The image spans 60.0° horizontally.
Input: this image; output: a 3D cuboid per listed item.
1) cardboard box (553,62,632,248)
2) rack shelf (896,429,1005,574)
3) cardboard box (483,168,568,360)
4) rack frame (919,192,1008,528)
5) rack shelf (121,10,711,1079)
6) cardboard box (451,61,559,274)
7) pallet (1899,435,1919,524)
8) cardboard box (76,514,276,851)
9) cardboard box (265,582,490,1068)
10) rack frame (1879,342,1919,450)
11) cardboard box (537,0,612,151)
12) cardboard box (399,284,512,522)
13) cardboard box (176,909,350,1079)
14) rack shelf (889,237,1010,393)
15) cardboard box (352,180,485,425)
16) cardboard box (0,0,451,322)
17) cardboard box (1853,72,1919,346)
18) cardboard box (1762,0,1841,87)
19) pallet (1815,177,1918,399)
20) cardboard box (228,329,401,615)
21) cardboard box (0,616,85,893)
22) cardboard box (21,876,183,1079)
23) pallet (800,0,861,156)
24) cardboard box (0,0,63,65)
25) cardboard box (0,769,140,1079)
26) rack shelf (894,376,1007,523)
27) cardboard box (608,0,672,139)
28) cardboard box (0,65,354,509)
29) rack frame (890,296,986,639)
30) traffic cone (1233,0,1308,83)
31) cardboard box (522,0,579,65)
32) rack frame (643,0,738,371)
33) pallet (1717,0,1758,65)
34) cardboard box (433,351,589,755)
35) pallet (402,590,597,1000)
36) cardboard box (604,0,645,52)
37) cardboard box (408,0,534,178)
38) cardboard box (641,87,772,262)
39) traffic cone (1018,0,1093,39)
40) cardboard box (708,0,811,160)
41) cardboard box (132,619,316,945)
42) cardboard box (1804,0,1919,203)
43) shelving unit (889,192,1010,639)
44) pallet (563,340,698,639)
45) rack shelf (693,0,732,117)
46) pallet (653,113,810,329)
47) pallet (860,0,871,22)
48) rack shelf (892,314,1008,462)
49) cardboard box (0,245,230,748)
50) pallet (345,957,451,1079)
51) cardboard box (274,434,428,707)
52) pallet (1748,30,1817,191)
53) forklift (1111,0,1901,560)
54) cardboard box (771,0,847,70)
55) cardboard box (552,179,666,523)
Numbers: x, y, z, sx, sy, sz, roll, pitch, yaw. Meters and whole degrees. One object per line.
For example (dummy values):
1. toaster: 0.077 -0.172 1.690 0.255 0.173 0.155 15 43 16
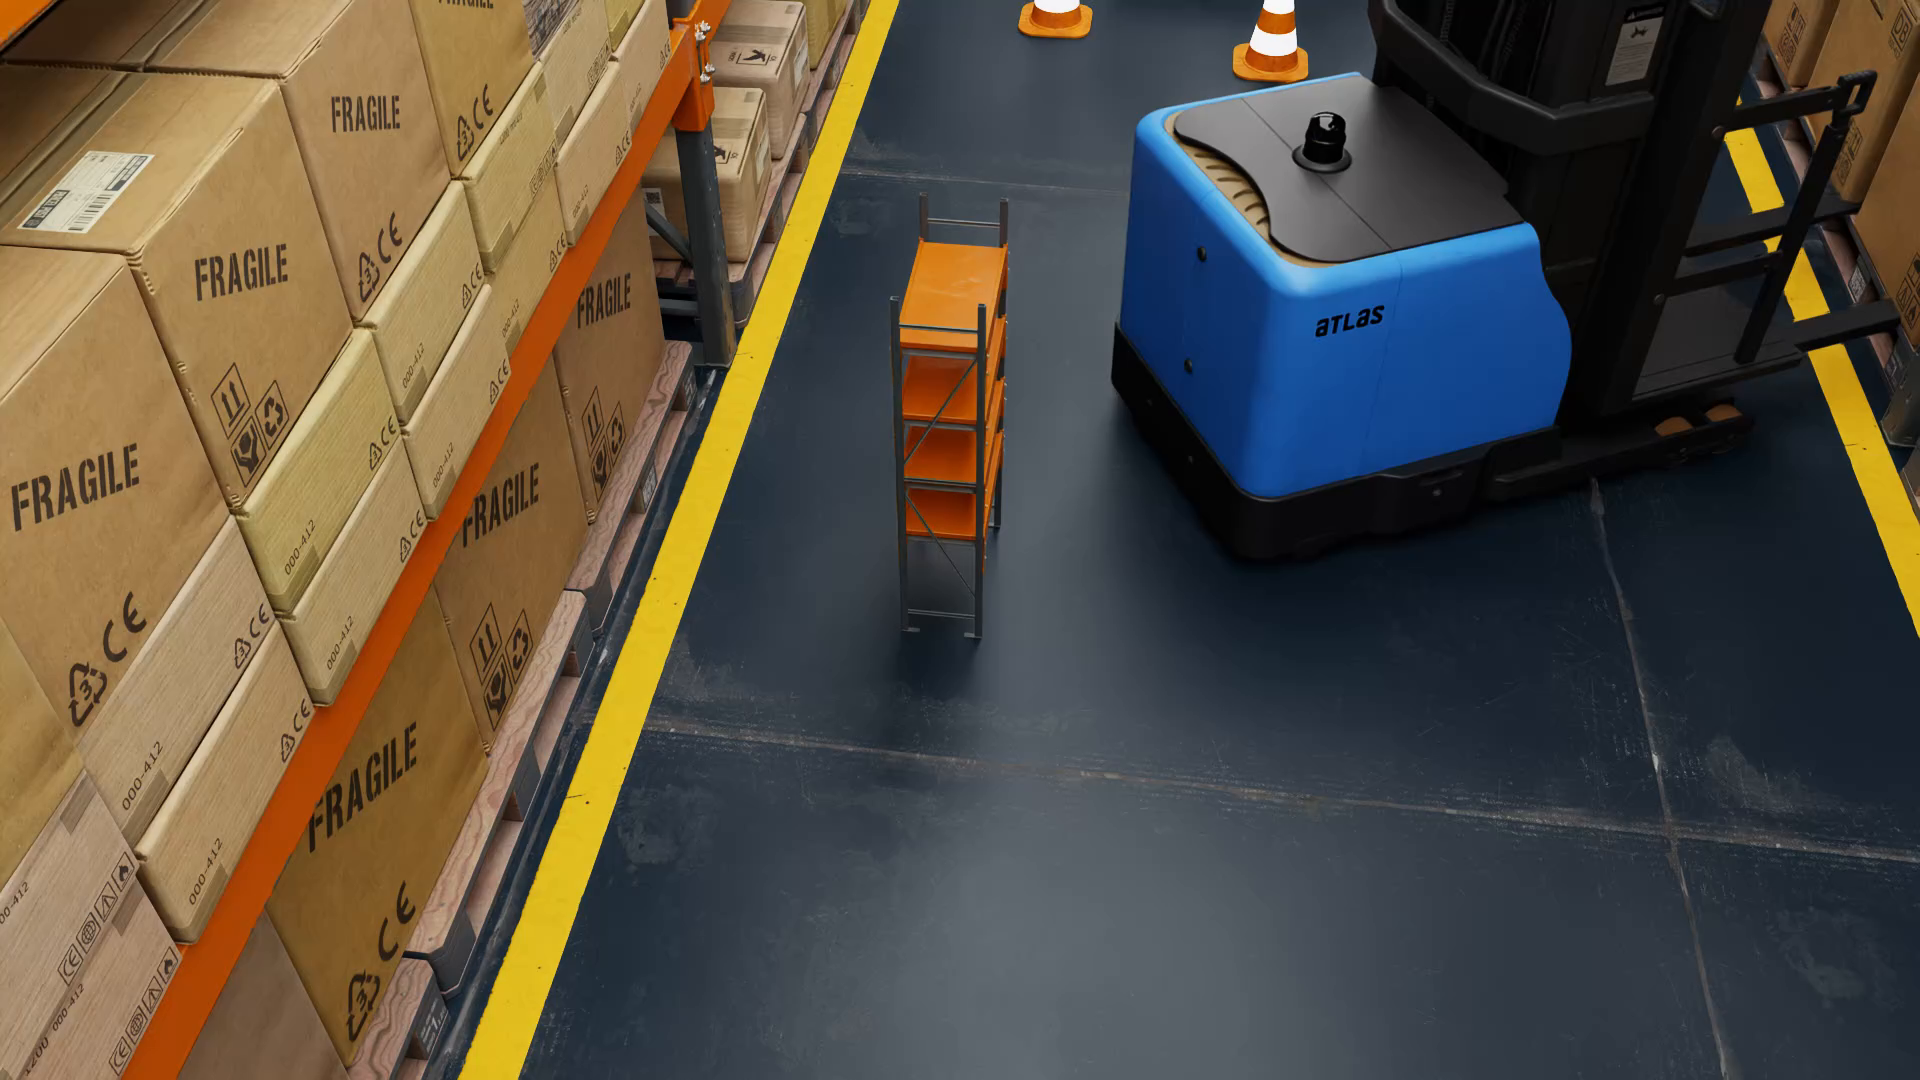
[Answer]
1. cardboard box: -1.164 -1.005 4.239 0.500 0.250 0.500 6 44 6
2. rack shelf: -0.022 -0.130 4.901 0.258 0.148 0.480 5 44 6
3. cardboard box: -1.246 -0.663 3.878 0.500 0.250 0.500 5 44 5
4. rack frame: 0.010 -0.489 4.894 0.240 1.200 0.015 5 44 6
5. rack shelf: -1.567 -0.153 3.753 1.077 0.370 4.000 5 44 6
6. cardboard box: -1.226 -0.851 3.712 0.500 0.250 0.500 4 44 4
7. pallet: 3.513 0.149 4.939 1.003 0.211 1.213 5 44 6
8. cardboard box: -1.452 0.190 2.614 0.500 0.250 0.500 6 44 6
9. cardboard box: -1.717 0.522 3.757 0.875 0.875 0.875 6 44 7
10. rack frame: 3.618 -1.396 4.543 1.000 3.000 0.127 5 44 6
11. cardboard box: -1.179 -1.201 4.083 0.500 0.250 0.500 4 44 4
12. cardboard box: -1.286 -0.313 3.508 0.500 0.250 0.500 5 44 5
13. cardboard box: -1.828 1.138 3.106 0.875 0.875 0.875 6 44 7
14. rack shelf: -0.022 -0.608 4.448 0.258 0.148 0.480 5 44 6
15. cardboard box: -1.294 -0.497 3.338 0.500 0.250 0.500 4 44 4
16. cardboard box: -1.317 -0.768 3.079 0.500 0.500 0.500 5 44 5
17. cardboard box: 3.787 -1.139 5.602 1.050 0.750 0.750 5 44 5
18. cardboard box: 4.022 -2.369 6.902 1.050 0.750 0.750 5 44 6
19. pallet: 3.797 -0.914 6.062 1.003 0.211 1.213 5 44 6
20. cardboard box: -1.359 -0.152 2.974 0.500 0.250 0.500 6 44 6
21. cardboard box: -1.488 0.276 1.977 0.500 0.500 0.500 6 44 6
22. cardboard box: -1.511 0.727 2.409 0.500 0.250 0.500 4 44 5
23. pallet: -1.034 -2.126 7.342 1.003 0.211 1.213 5 44 6
24. cardboard box: -1.820 -0.829 3.144 0.500 0.500 0.500 6 44 6
25. cardboard box: -1.493 0.548 2.236 0.500 0.250 0.500 4 44 4
26. rack shelf: -0.022 -0.274 4.765 0.258 0.148 0.480 5 44 6
27. cardboard box: -1.112 -1.355 4.608 0.500 0.250 0.500 4 44 4
28. cardboard box: -1.379 -0.415 2.707 0.500 0.500 0.500 4 44 4
29. rack frame: -0.054 -0.157 4.543 0.240 1.200 0.015 5 44 6
30. traffic cone: 1.403 -2.321 7.365 0.336 0.463 0.334 5 44 6
31. cardboard box: -1.171 -1.450 3.800 0.500 0.500 0.500 6 44 6
32. rack frame: -1.302 -1.777 4.945 1.000 3.000 0.127 5 44 6
33. pallet: 4.119 -2.577 7.818 1.003 0.211 1.213 5 44 6
34. cardboard box: -1.598 -0.088 4.401 0.875 0.875 0.875 6 44 6
35. pallet: -1.645 0.595 4.468 1.003 0.211 1.213 5 44 6
36. cardboard box: -1.115 -1.551 4.452 0.500 0.250 0.500 5 44 5
37. cardboard box: -1.243 -1.112 3.443 0.500 0.500 0.500 5 44 6
38. cardboard box: -1.218 -1.360 6.110 0.950 0.372 0.625 3 43 3
39. traffic cone: 0.450 -2.610 7.670 0.336 0.463 0.334 5 44 6
40. cardboard box: -1.128 -1.863 6.642 0.950 0.372 0.625 4 44 5
41. cardboard box: -1.444 0.375 2.782 0.500 0.250 0.500 4 44 4
42. cardboard box: 3.900 -1.735 6.231 1.050 0.750 0.750 6 44 6
43. shelving unit: -0.022 -0.323 4.718 0.258 1.200 0.503 5 44 6
44. pallet: -1.481 -0.234 5.344 1.003 0.211 1.213 5 44 6
45. rack shelf: -1.038 -2.879 6.632 1.077 0.370 4.000 5 44 6
46. pallet: -1.198 -1.297 6.466 1.003 0.211 1.213 5 44 6
47. pallet: -0.875 -2.960 8.223 1.003 0.211 1.213 5 44 6
48. rack shelf: -0.022 -0.436 4.611 0.258 0.148 0.480 5 44 6
49. cardboard box: -1.448 -0.074 2.346 0.500 0.500 0.500 5 44 5
50. pallet: -1.804 1.429 3.588 1.003 0.211 1.213 5 44 6
51. cardboard box: -1.361 0.027 3.149 0.500 0.250 0.500 5 44 5
52. pallet: 3.960 -1.743 6.937 1.003 0.211 1.213 5 44 6
53. forklift: 2.092 -1.632 4.842 3.031 2.935 1.130 -14 45 -15
54. cardboard box: -1.022 -2.380 7.187 0.950 0.372 0.625 7 44 7
55. cardboard box: -1.476 -0.695 5.042 0.875 0.875 0.875 5 44 5
